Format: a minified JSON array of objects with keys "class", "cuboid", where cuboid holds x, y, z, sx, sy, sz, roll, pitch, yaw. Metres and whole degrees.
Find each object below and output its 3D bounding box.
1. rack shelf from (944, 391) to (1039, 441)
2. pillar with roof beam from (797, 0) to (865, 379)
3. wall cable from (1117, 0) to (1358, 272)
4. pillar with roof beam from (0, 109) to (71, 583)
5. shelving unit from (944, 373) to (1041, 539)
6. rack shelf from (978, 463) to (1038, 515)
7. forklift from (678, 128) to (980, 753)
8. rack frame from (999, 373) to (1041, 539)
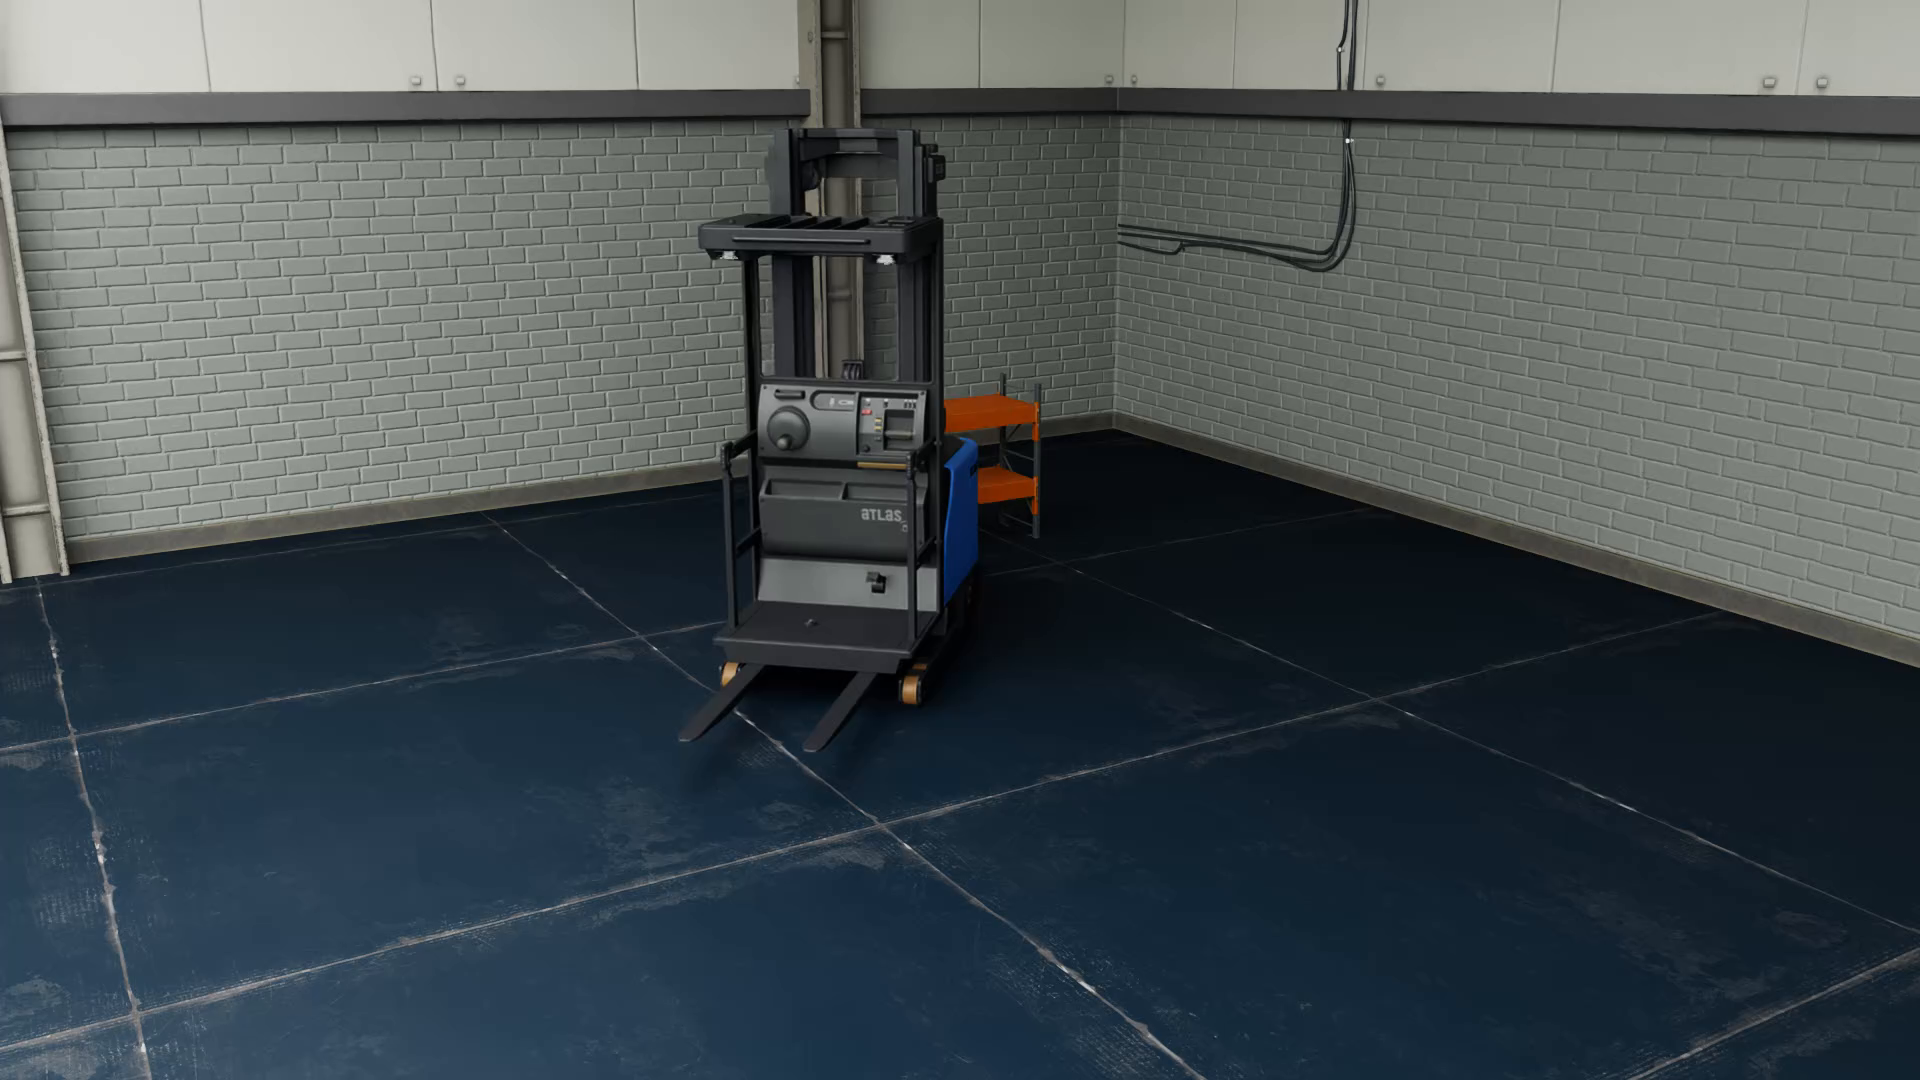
[{"class":"rack shelf","cuboid":[-0.006,-0.823,11.676,1.000,0.278,0.538,-9,18,-30]},{"class":"pillar with roof beam","cuboid":[1.180,-3.949,9.324,0.400,9.000,9.100,-9,18,-30]},{"class":"wall cable","cuboid":[2.169,-3.553,13.665,0.112,2.526,3.097,-9,18,-30]},{"class":"pillar with roof beam","cuboid":[-3.963,-3.114,6.348,0.400,9.000,9.100,-9,18,-30]},{"class":"shelving unit","cuboid":[-0.006,-0.541,11.755,1.048,1.125,0.538,-9,18,-30]},{"class":"rack shelf","cuboid":[-0.006,-0.305,11.821,1.000,0.278,0.538,-9,18,-30]},{"class":"forklift","cuboid":[-0.678,-0.644,8.777,1.130,2.935,3.031,3,16,11]},{"class":"rack frame","cuboid":[0.430,-0.611,12.007,0.032,1.125,0.500,-9,18,-30]}]
